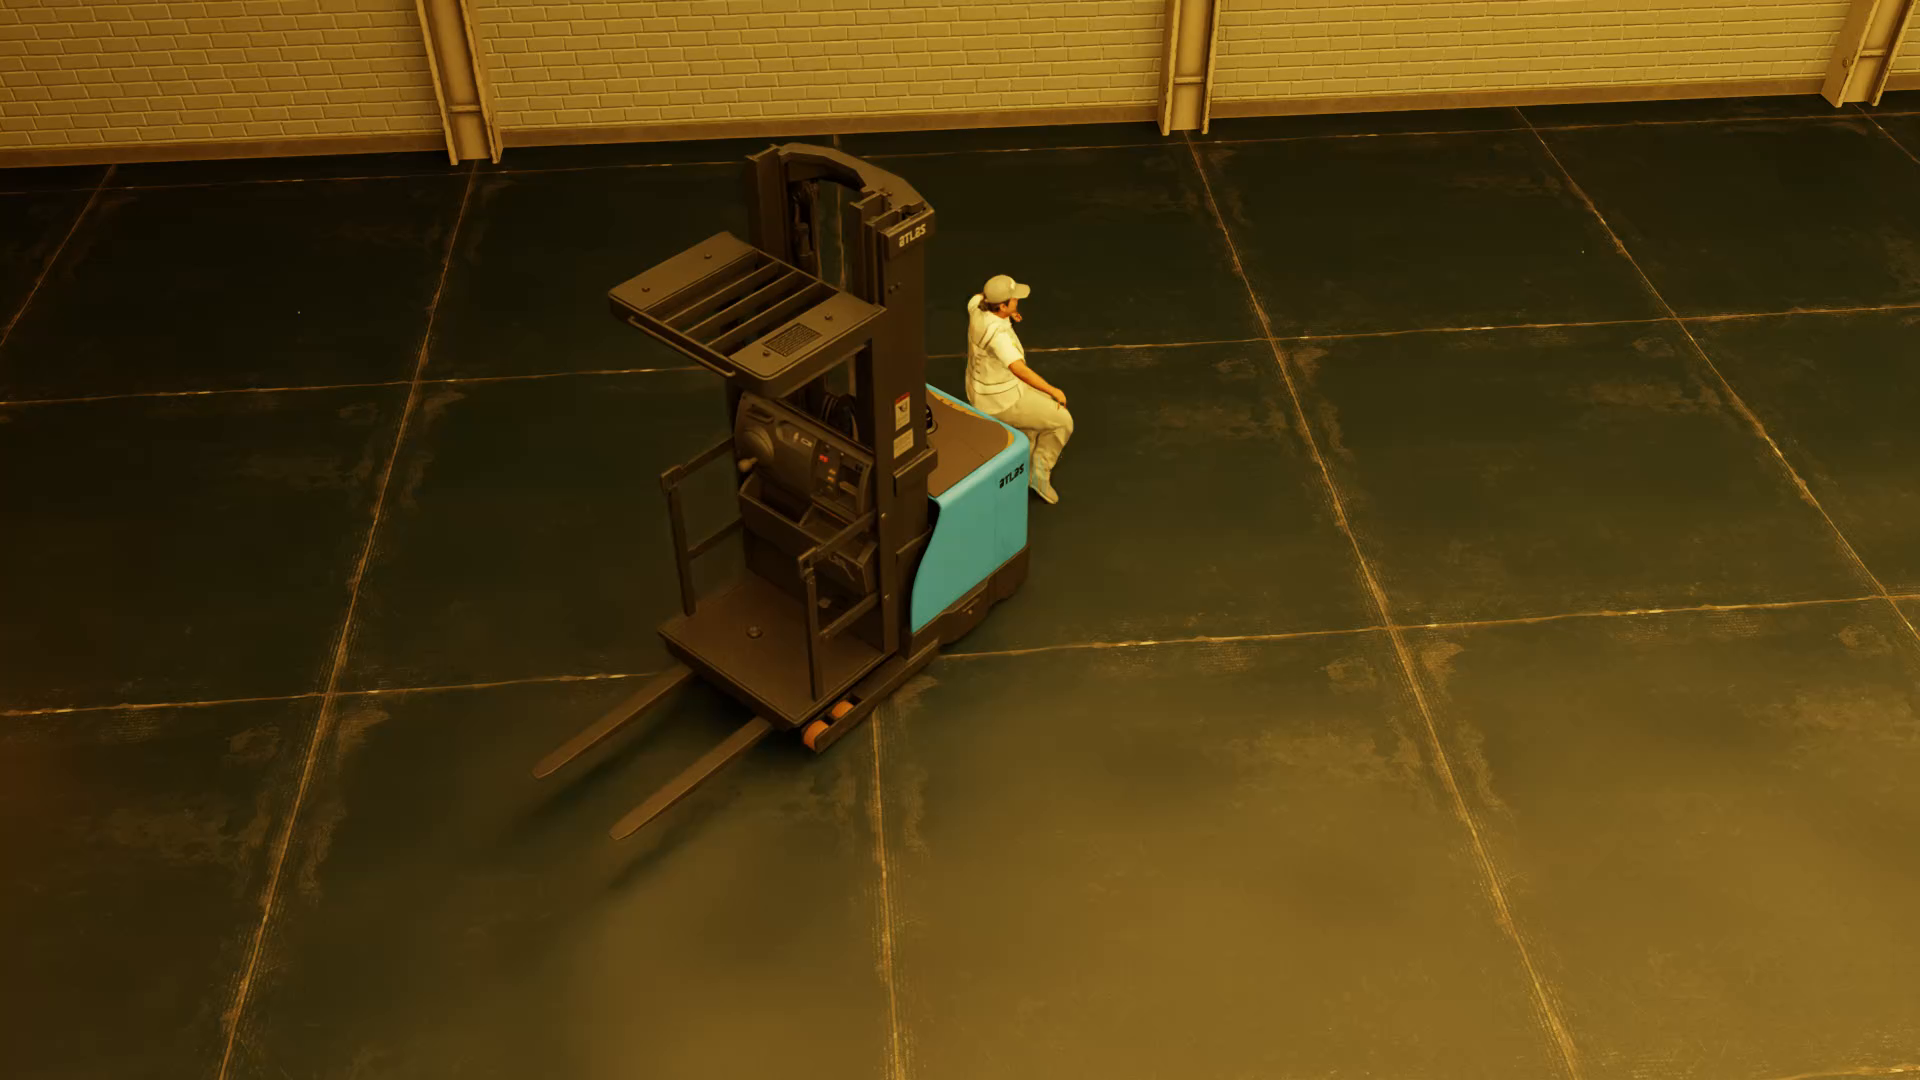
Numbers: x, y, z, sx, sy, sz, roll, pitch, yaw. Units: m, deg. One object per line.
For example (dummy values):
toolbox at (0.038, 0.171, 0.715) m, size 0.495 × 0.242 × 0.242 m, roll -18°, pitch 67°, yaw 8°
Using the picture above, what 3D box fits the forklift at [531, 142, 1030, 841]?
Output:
forklift at (-0.942, -0.358, 8.357) m, size 1.130 × 2.935 × 3.031 m, roll 29°, pitch 49°, yaw 30°

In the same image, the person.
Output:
person at (0.343, -0.970, 10.203) m, size 0.618 × 1.529 × 0.994 m, roll -10°, pitch 41°, yaw -11°
